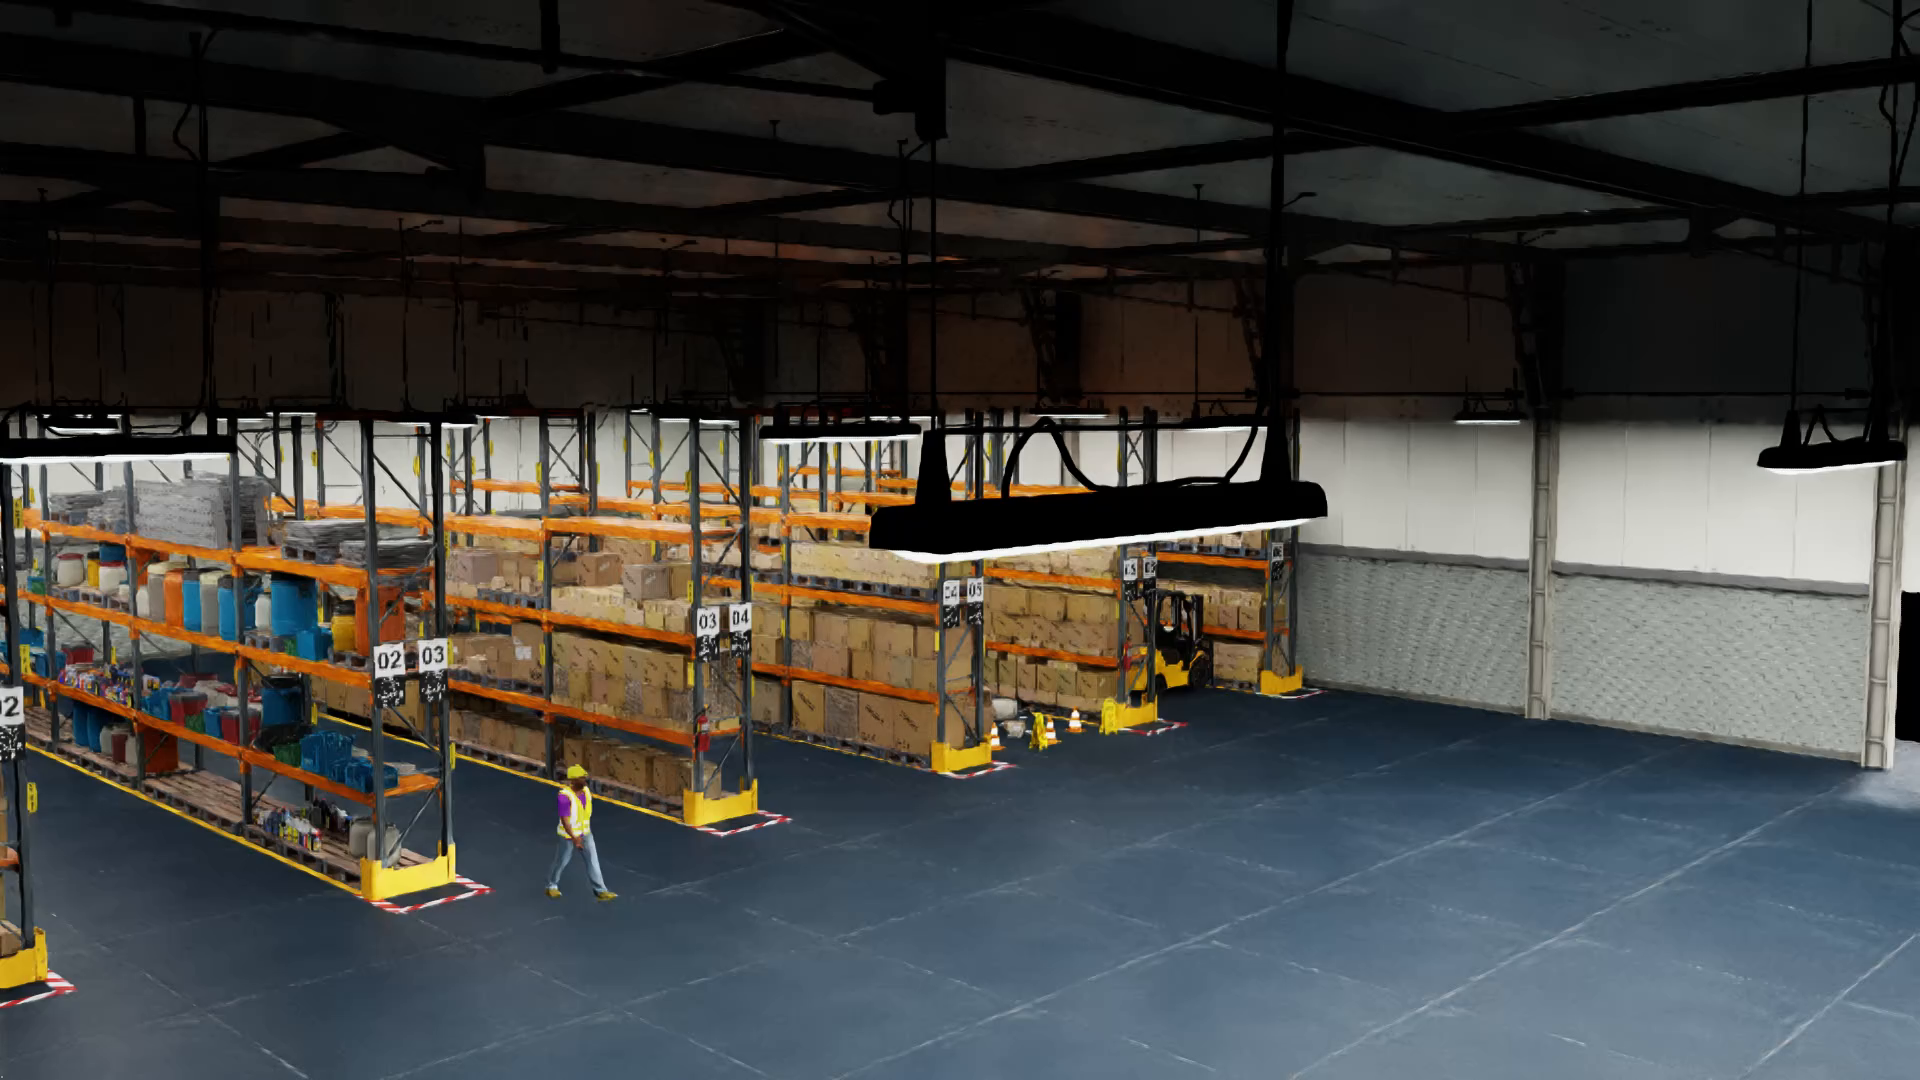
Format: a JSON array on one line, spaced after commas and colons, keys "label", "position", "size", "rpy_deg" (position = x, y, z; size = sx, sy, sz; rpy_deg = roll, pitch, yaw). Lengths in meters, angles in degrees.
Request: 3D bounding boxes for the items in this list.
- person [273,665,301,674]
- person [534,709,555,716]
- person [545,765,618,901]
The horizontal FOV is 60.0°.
[{"label": "person", "position": [-12.123, 2.800, 30.101], "size": [1.044, 1.736, 0.567], "rpy_deg": [5, 7, 43]}, {"label": "person", "position": [-7.724, 2.804, 30.952], "size": [0.517, 1.596, 0.625], "rpy_deg": [5, 7, 42]}, {"label": "person", "position": [-4.767, 3.640, 20.671], "size": [1.035, 1.707, 0.571], "rpy_deg": [4, 6, 36]}]
